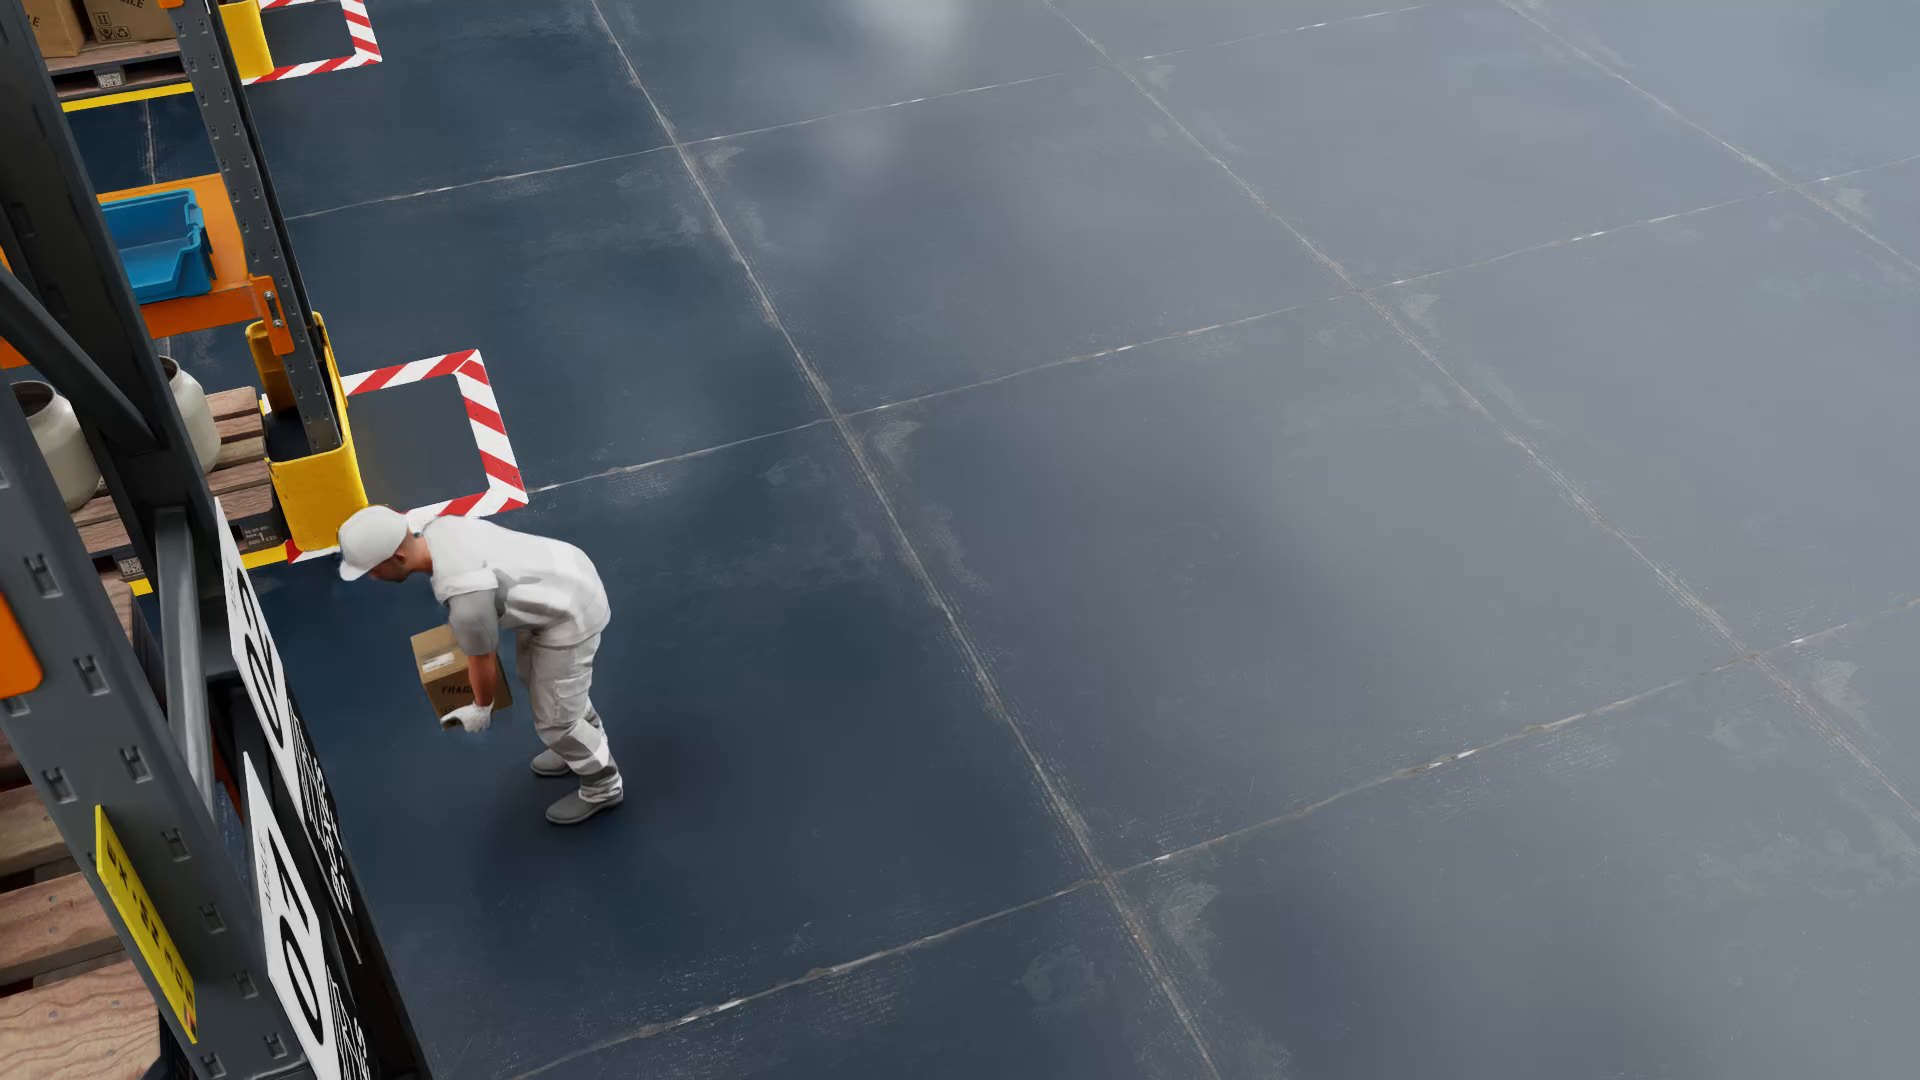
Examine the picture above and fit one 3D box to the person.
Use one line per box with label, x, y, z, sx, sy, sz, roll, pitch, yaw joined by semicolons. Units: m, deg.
person;-1.629;0.413;5.858;0.819;1.540;0.483;-16;44;-17
